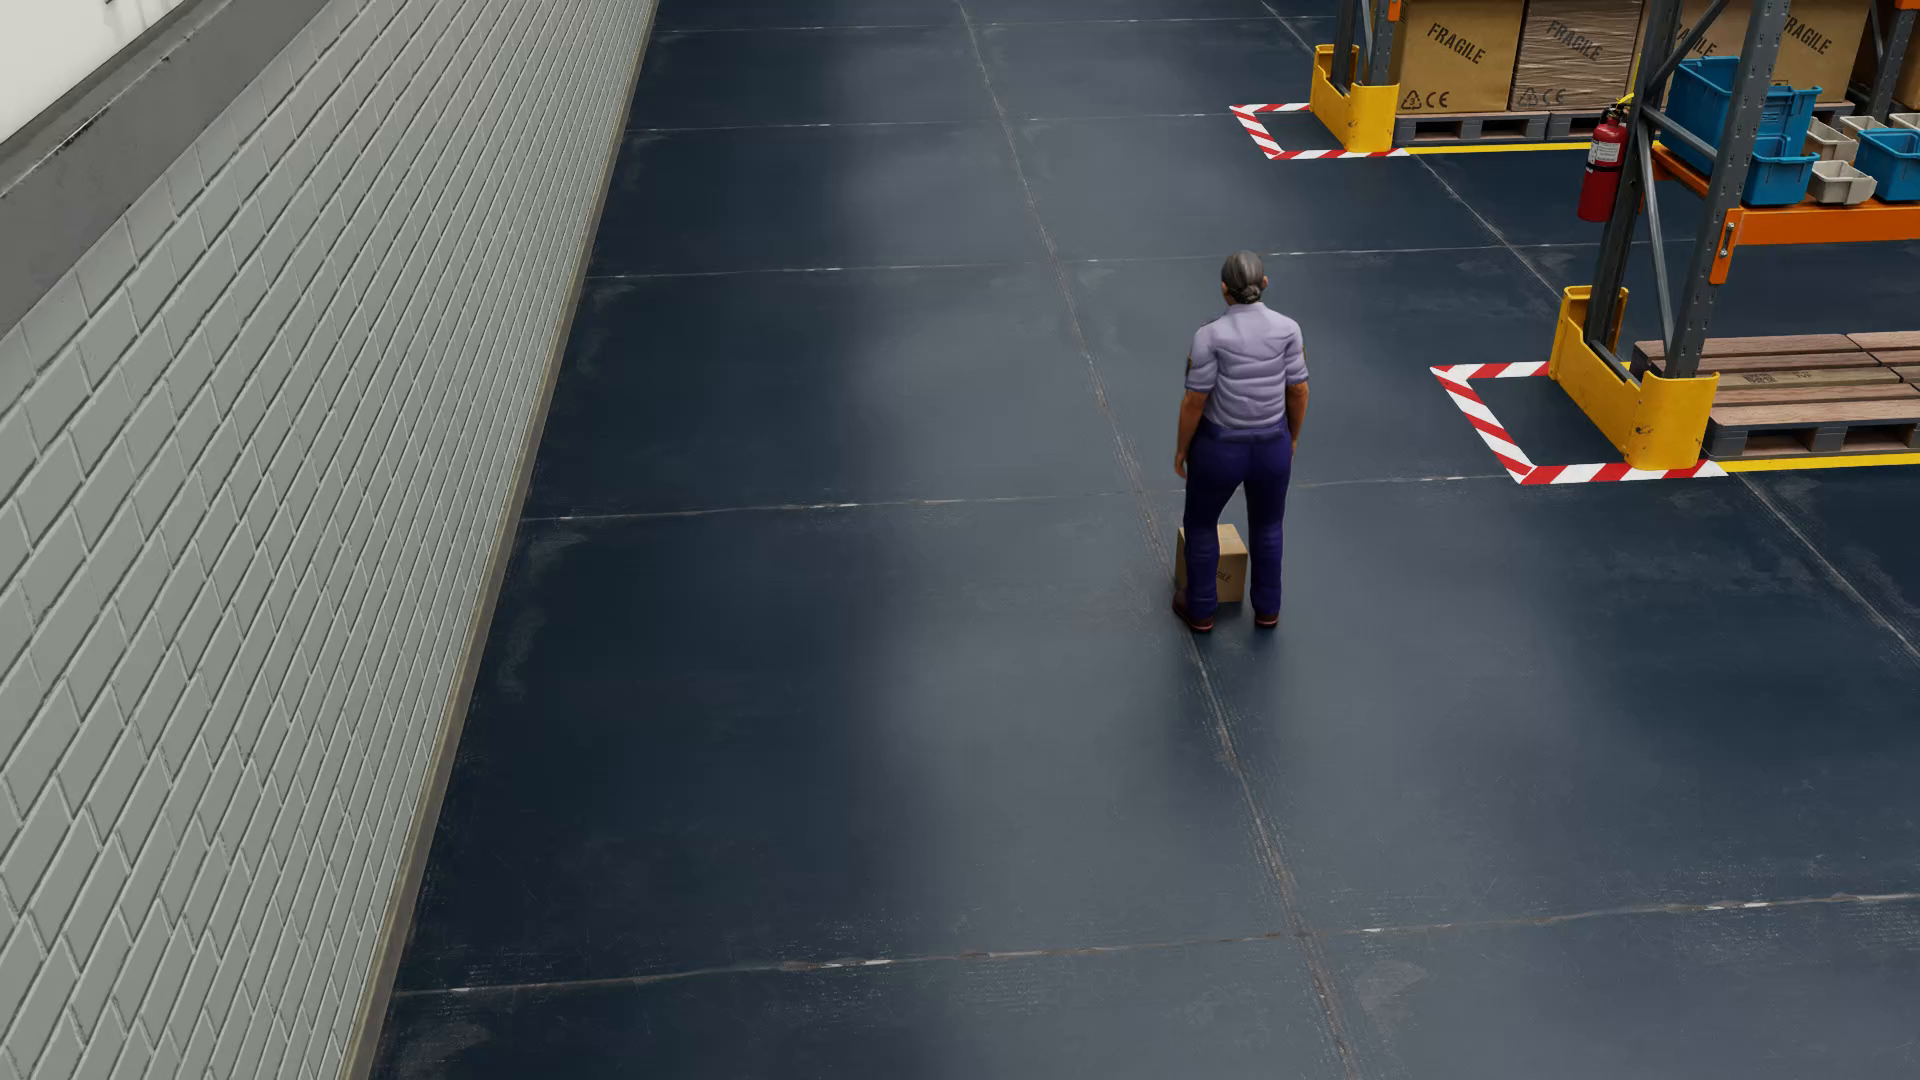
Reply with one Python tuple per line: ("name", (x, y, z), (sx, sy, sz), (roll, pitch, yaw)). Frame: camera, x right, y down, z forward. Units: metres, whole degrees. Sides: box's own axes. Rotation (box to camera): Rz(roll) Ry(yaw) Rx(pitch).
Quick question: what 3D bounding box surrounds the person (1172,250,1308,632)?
("person", (1.137, -0.379, 6.765), (0.557, 1.651, 0.338), (-5, 32, -7))
